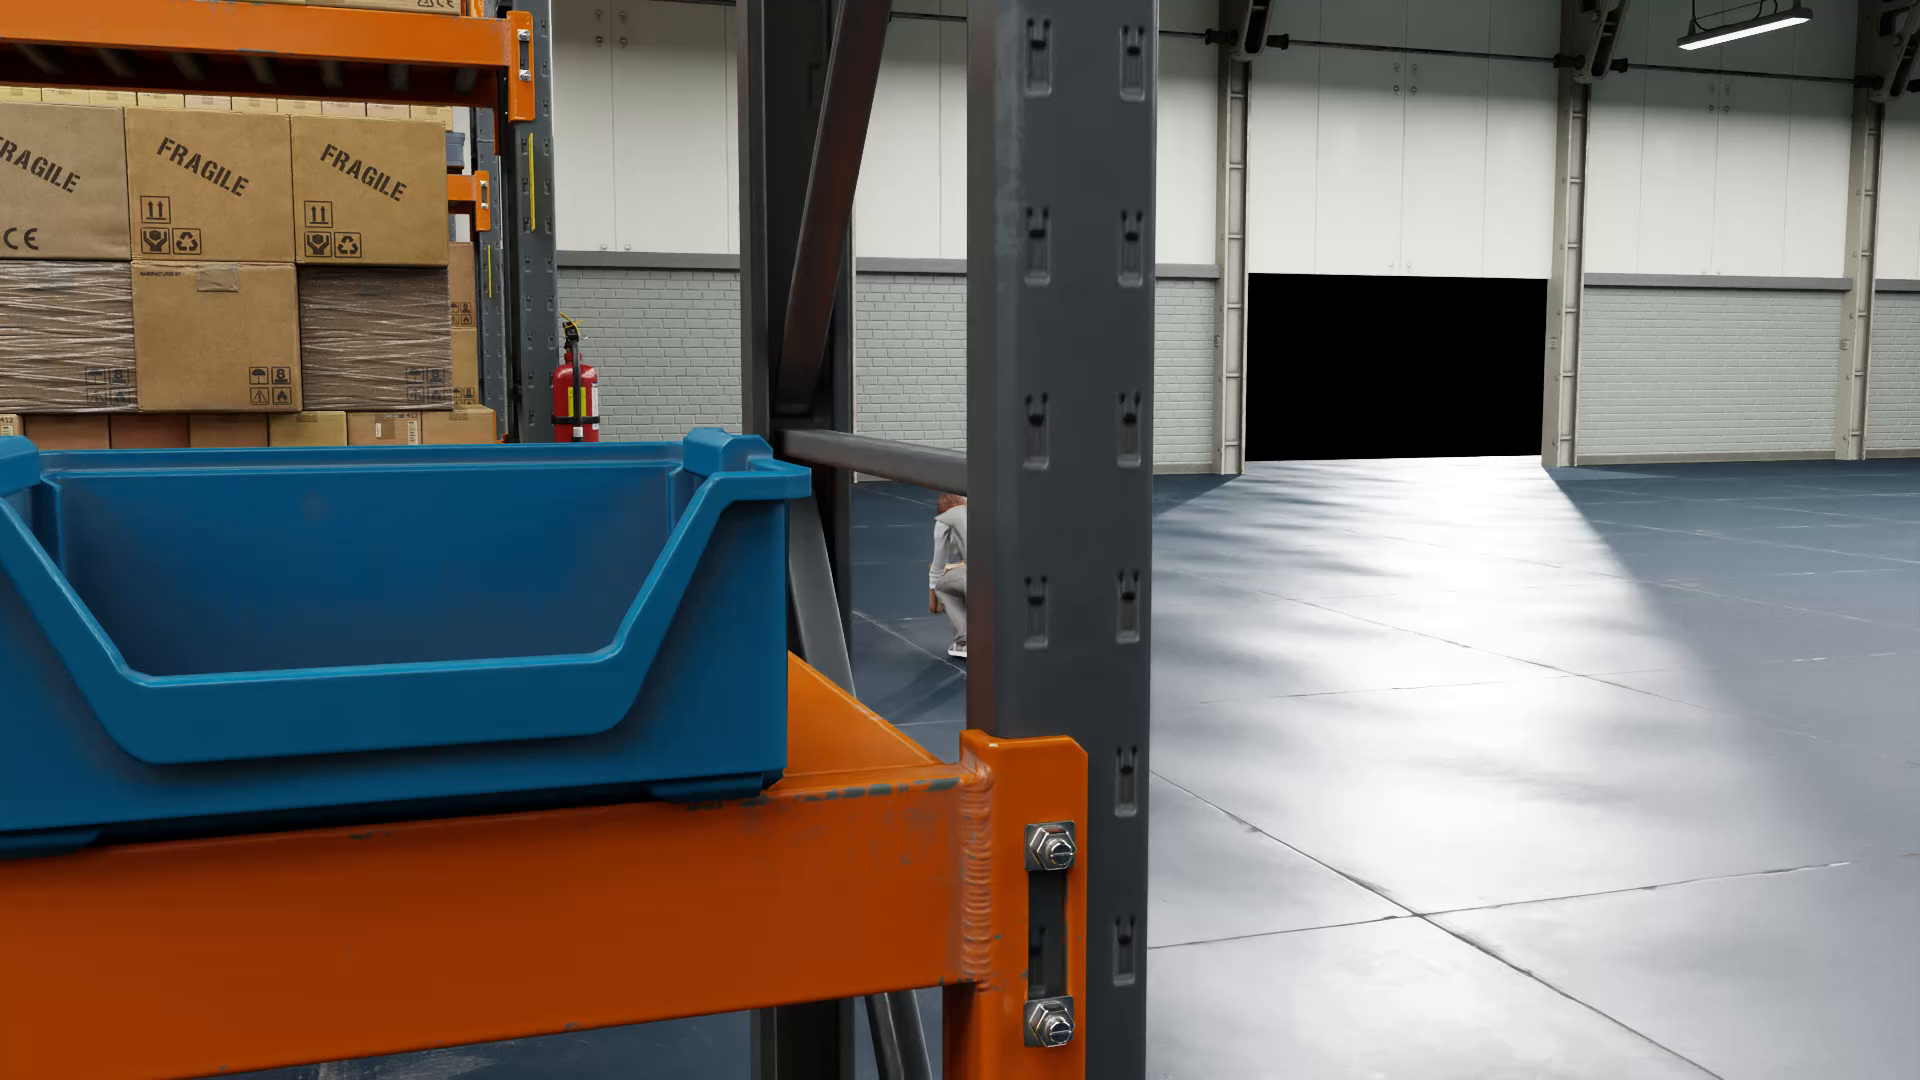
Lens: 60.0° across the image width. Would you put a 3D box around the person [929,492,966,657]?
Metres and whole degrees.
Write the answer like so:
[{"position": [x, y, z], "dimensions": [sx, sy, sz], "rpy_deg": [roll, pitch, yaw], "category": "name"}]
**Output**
[{"position": [0.082, 0.197, 9.320], "dimensions": [0.421, 0.889, 0.835], "rpy_deg": [-2, 6, -20], "category": "person"}]
